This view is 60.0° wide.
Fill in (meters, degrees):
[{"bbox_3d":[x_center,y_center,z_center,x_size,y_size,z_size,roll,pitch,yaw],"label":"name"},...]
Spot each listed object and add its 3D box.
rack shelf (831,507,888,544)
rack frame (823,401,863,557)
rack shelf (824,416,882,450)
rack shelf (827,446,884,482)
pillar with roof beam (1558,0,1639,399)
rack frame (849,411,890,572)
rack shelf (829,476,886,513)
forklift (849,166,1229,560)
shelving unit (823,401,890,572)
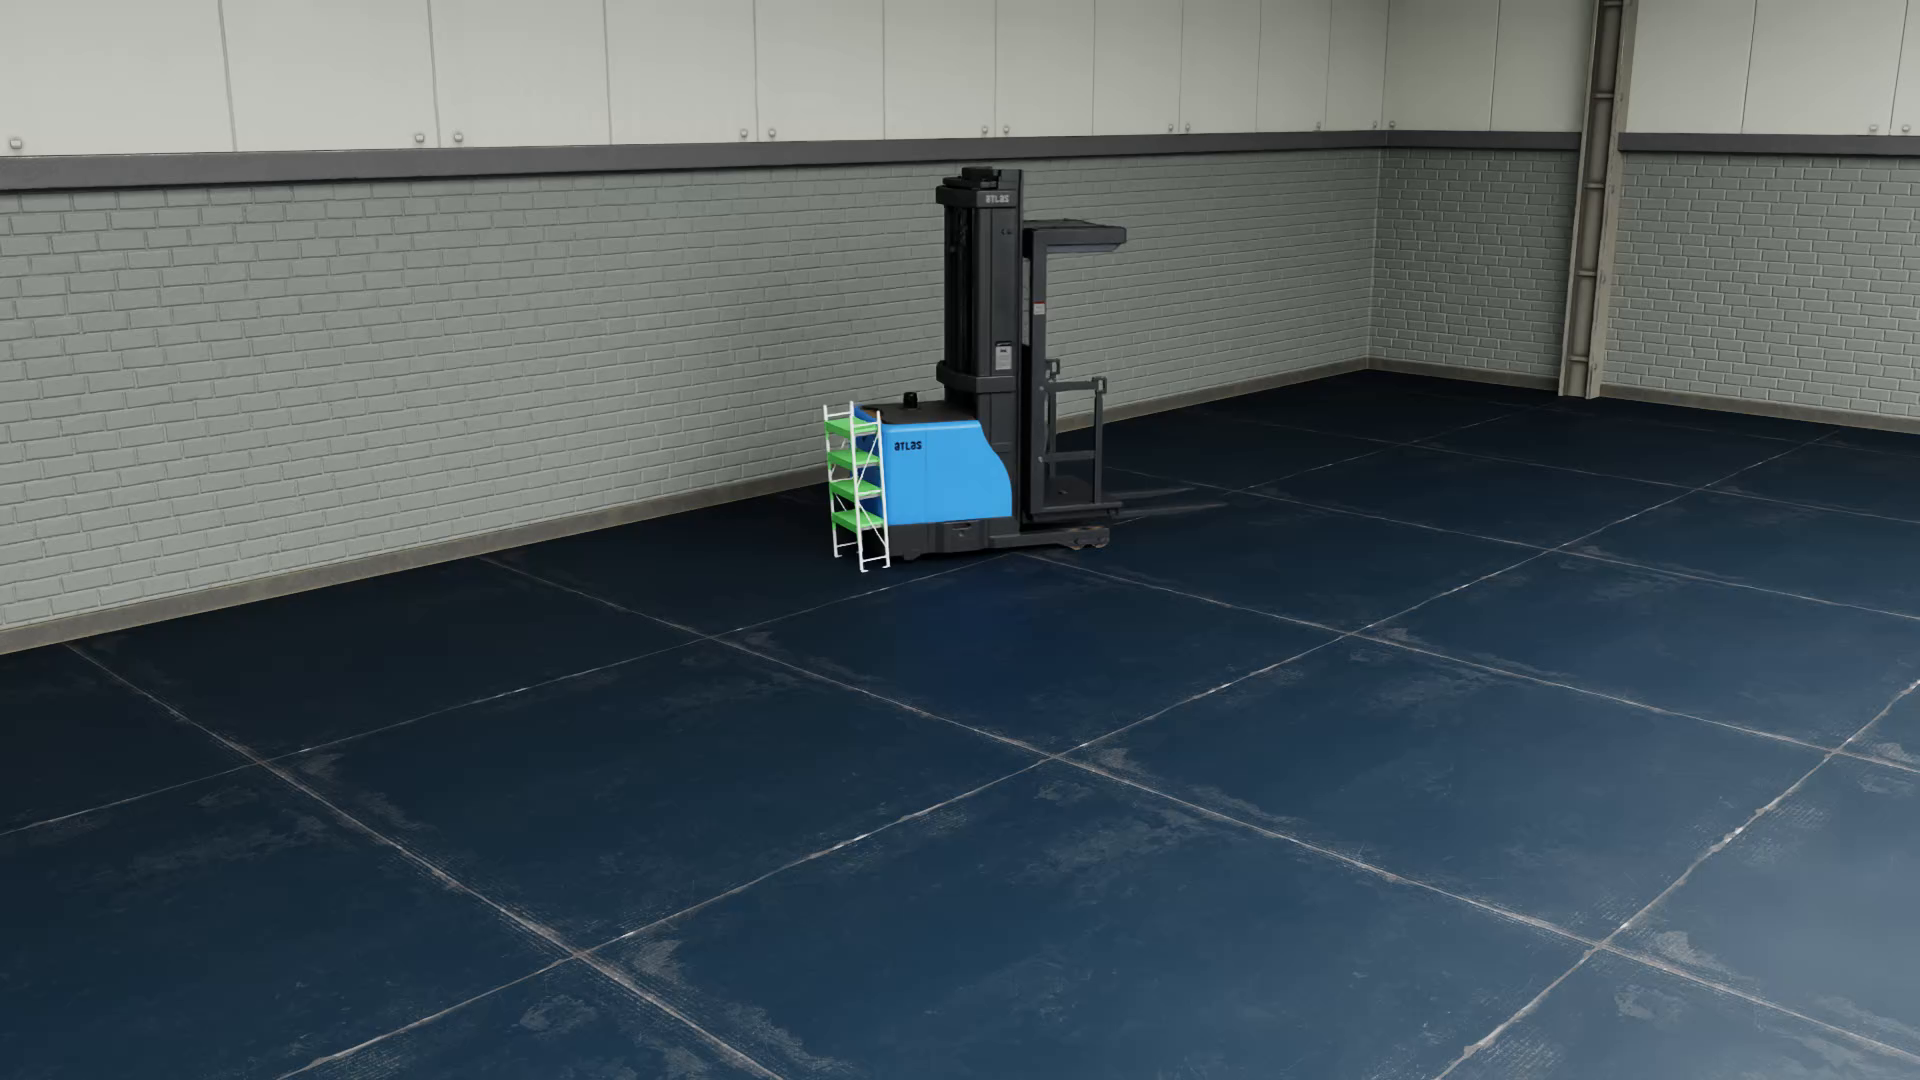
[{"bbox_3d":[-0.769,-0.117,12.675,0.258,0.148,0.480,-11,18,-25],"label":"rack shelf"},{"bbox_3d":[-0.896,-0.463,12.801,0.240,1.200,0.015,-11,18,-25],"label":"rack frame"},{"bbox_3d":[-0.805,-0.808,12.476,0.258,0.148,0.480,-11,18,-25],"label":"rack shelf"},{"bbox_3d":[-0.793,-0.577,12.542,0.258,0.148,0.480,-11,18,-25],"label":"rack shelf"},{"bbox_3d":[4.509,-5.322,16.012,0.400,9.000,9.100,14,20,42],"label":"pillar with roof beam"},{"bbox_3d":[-0.672,-0.354,12.381,0.240,1.200,0.015,-11,18,-25],"label":"rack frame"},{"bbox_3d":[-0.781,-0.347,12.609,0.258,0.148,0.480,-11,18,-25],"label":"rack shelf"},{"bbox_3d":[0.674,-1.461,13.226,3.031,2.935,1.130,-5,15,-17],"label":"forklift"},{"bbox_3d":[-0.784,-0.408,12.591,0.258,1.200,0.503,-11,18,-25],"label":"shelving unit"}]
